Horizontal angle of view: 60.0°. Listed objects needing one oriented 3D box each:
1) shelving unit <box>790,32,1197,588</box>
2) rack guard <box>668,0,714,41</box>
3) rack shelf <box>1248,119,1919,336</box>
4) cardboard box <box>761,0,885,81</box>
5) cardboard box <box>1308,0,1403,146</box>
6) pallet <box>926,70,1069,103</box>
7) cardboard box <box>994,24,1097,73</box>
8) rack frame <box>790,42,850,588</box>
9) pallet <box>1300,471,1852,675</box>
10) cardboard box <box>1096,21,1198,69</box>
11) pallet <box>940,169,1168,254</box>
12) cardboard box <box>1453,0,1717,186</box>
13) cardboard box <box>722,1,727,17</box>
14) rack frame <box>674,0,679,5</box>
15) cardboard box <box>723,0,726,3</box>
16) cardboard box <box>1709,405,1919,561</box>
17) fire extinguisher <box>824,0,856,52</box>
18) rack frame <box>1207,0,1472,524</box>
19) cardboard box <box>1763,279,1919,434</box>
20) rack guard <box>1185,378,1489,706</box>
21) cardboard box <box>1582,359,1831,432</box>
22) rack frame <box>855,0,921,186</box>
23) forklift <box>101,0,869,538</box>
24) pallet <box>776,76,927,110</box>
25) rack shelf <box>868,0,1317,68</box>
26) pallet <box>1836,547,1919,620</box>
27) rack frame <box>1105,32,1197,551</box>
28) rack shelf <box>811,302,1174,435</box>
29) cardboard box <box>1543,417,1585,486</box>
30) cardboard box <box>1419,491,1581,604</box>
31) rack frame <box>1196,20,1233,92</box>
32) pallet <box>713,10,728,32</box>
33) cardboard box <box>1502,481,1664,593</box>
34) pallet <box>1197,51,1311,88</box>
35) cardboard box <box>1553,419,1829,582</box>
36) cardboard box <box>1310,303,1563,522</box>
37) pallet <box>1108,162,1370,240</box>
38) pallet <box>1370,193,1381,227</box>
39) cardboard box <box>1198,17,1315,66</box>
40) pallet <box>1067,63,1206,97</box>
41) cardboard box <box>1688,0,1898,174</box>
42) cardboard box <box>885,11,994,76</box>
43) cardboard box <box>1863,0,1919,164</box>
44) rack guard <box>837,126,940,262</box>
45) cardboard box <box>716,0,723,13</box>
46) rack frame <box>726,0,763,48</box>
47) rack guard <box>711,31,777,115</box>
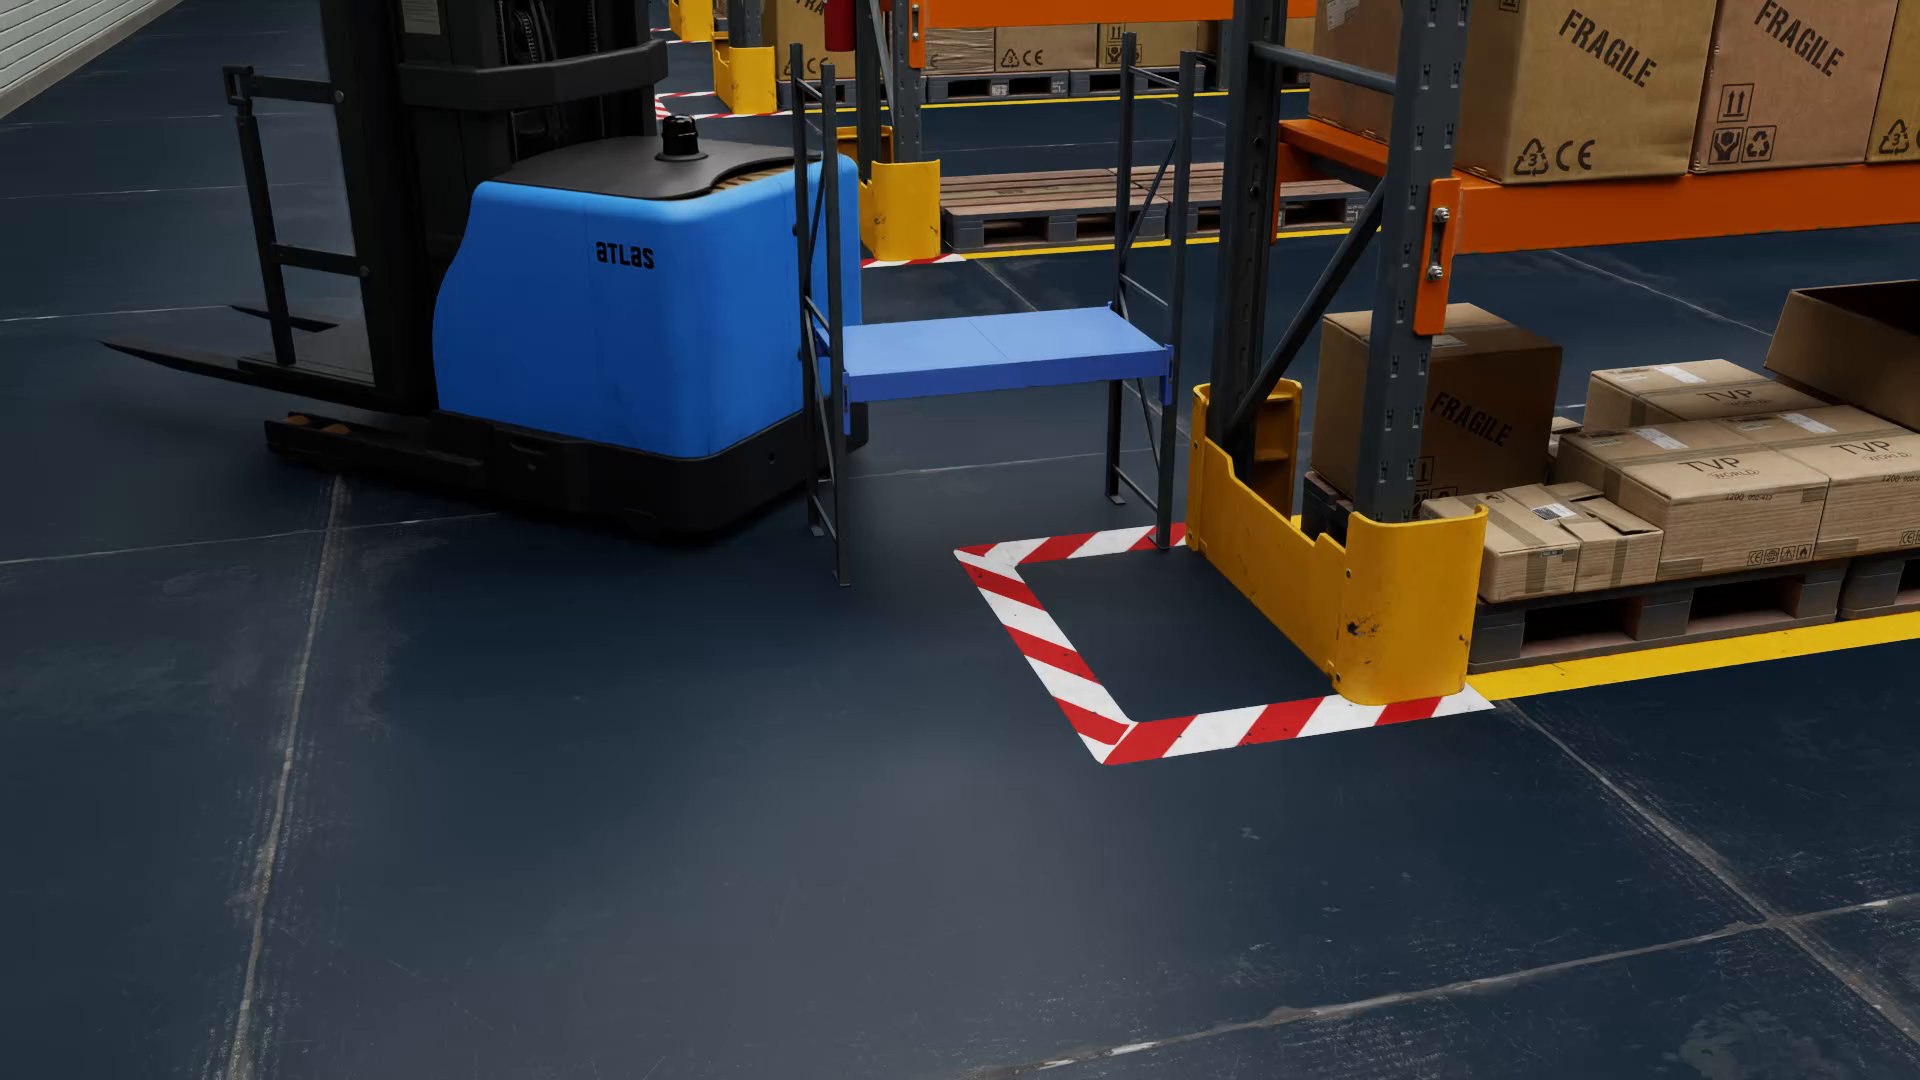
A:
[{"bbox_3d":[0.082,-0.698,4.975,1.048,1.500,0.538,-6,24,-14],"label":"shelving unit"},{"bbox_3d":[-2.898,-5.694,17.886,0.348,0.500,1.175,-6,24,-14],"label":"rack guard"},{"bbox_3d":[2.869,-1.062,4.832,4.000,0.370,1.077,-6,24,-14],"label":"rack shelf"},{"bbox_3d":[-1.134,-4.256,13.526,0.875,0.875,0.875,-6,24,-14],"label":"cardboard box"},{"bbox_3d":[1.301,-1.376,4.526,0.500,0.500,0.500,-6,24,-13],"label":"cardboard box"},{"bbox_3d":[0.192,-3.902,14.077,1.213,0.211,1.003,-6,24,-14],"label":"pallet"},{"bbox_3d":[0.599,-4.447,13.973,0.875,0.875,0.875,-6,24,-14],"label":"cardboard box"},{"bbox_3d":[-0.407,-0.644,4.849,0.032,1.500,0.500,-6,24,-14],"label":"rack frame"},{"bbox_3d":[1.784,0.009,4.961,1.213,0.211,1.003,-6,24,-14],"label":"pallet"},{"bbox_3d":[1.465,-4.543,14.196,0.875,0.875,0.875,-6,24,-14],"label":"cardboard box"},{"bbox_3d":[0.413,-1.852,9.298,1.213,0.211,1.003,-6,24,-14],"label":"pallet"},{"bbox_3d":[1.442,-1.172,4.051,0.500,0.500,0.500,-6,24,-13],"label":"cardboard box"},{"bbox_3d":[-2.381,-5.652,17.700,0.250,0.149,0.380,-6,24,-13],"label":"cardboard box"},{"bbox_3d":[-2.972,-6.834,17.374,0.127,3.000,1.000,-6,24,-14],"label":"rack frame"},{"bbox_3d":[-2.398,-5.812,17.697,0.250,0.149,0.380,-5,24,-12],"label":"cardboard box"},{"bbox_3d":[2.506,-0.174,4.782,0.500,0.250,0.500,-6,24,-14],"label":"cardboard box"},{"bbox_3d":[-0.659,-3.010,9.031,0.183,0.674,0.296,-6,24,-14],"label":"fire extinguisher"},{"bbox_3d":[0.943,-1.179,4.194,0.127,3.000,1.000,-6,24,-14],"label":"rack frame"},{"bbox_3d":[2.987,-0.458,5.121,0.637,0.503,0.797,-6,24,-14],"label":"cardboard box"},{"bbox_3d":[1.016,-0.038,4.706,0.348,0.500,1.175,-6,24,-14],"label":"rack guard"},{"bbox_3d":[2.323,-0.359,5.212,0.500,0.250,0.500,-6,24,-14],"label":"cardboard box"},{"bbox_3d":[-0.391,-3.060,8.578,0.127,3.000,1.000,-6,24,-14],"label":"rack frame"},{"bbox_3d":[-1.867,-1.752,5.615,3.031,2.935,1.130,12,26,26],"label":"forklift"},{"bbox_3d":[-0.980,-3.774,13.778,1.213,0.211,1.003,-6,24,-14],"label":"pallet"},{"bbox_3d":[1.534,-2.943,9.216,4.000,0.370,1.077,-6,24,-14],"label":"rack shelf"},{"bbox_3d":[2.956,-0.119,5.261,1.213,0.211,1.003,-6,24,-14],"label":"pallet"},{"bbox_3d":[0.572,-0.753,5.102,0.032,1.500,0.500,-6,24,-14],"label":"rack frame"},{"bbox_3d":[0.082,-0.533,5.046,1.000,0.185,0.538,-6,24,-14],"label":"rack shelf"},{"bbox_3d":[1.815,-0.240,5.040,0.250,0.166,0.380,-6,24,-14],"label":"cardboard box"},{"bbox_3d":[1.439,0.015,4.469,0.250,0.149,0.380,-6,24,-14],"label":"cardboard box"},{"bbox_3d":[2.122,-5.367,13.953,0.127,3.000,1.000,-6,24,-14],"label":"rack frame"},{"bbox_3d":[-2.107,-5.634,18.113,1.213,0.211,1.003,-6,24,-14],"label":"pallet"},{"bbox_3d":[1.680,-0.020,4.528,0.250,0.166,0.380,-6,24,-14],"label":"cardboard box"},{"bbox_3d":[2.845,-4.196,14.761,1.213,0.211,1.003,-6,24,-14],"label":"pallet"},{"bbox_3d":[2.025,-0.121,4.657,0.500,0.250,0.500,-6,24,-14],"label":"cardboard box"},{"bbox_3d":[1.400,-0.384,4.953,0.500,0.500,0.500,-6,24,-14],"label":"cardboard box"},{"bbox_3d":[1.586,-1.980,9.597,1.213,0.211,1.003,-6,24,-14],"label":"pallet"},{"bbox_3d":[2.763,-2.112,9.904,1.213,0.211,1.003,-6,24,-14],"label":"pallet"},{"bbox_3d":[2.733,-4.659,14.466,0.875,0.875,1.225,-6,24,-14],"label":"cardboard box"},{"bbox_3d":[1.369,-4.034,14.383,1.213,0.211,1.003,-6,24,-14],"label":"pallet"},{"bbox_3d":[1.937,-1.229,4.184,0.500,0.500,0.500,-7,24,-15],"label":"cardboard box"},{"bbox_3d":[-0.258,-4.353,13.752,0.875,0.875,0.875,-6,24,-14],"label":"cardboard box"},{"bbox_3d":[2.421,-1.282,4.306,0.500,0.500,0.500,-6,24,-15],"label":"cardboard box"},{"bbox_3d":[-0.411,-1.904,9.053,0.348,0.500,1.175,-6,24,-14],"label":"rack guard"},{"bbox_3d":[-2.521,-5.852,18.168,0.250,0.149,0.380,-6,24,-13],"label":"cardboard box"},{"bbox_3d":[-1.729,-4.941,12.960,0.127,3.000,1.000,-6,24,-14],"label":"rack frame"},{"bbox_3d":[-1.752,-3.789,13.447,0.348,0.500,1.175,-6,24,-14],"label":"rack guard"}]
